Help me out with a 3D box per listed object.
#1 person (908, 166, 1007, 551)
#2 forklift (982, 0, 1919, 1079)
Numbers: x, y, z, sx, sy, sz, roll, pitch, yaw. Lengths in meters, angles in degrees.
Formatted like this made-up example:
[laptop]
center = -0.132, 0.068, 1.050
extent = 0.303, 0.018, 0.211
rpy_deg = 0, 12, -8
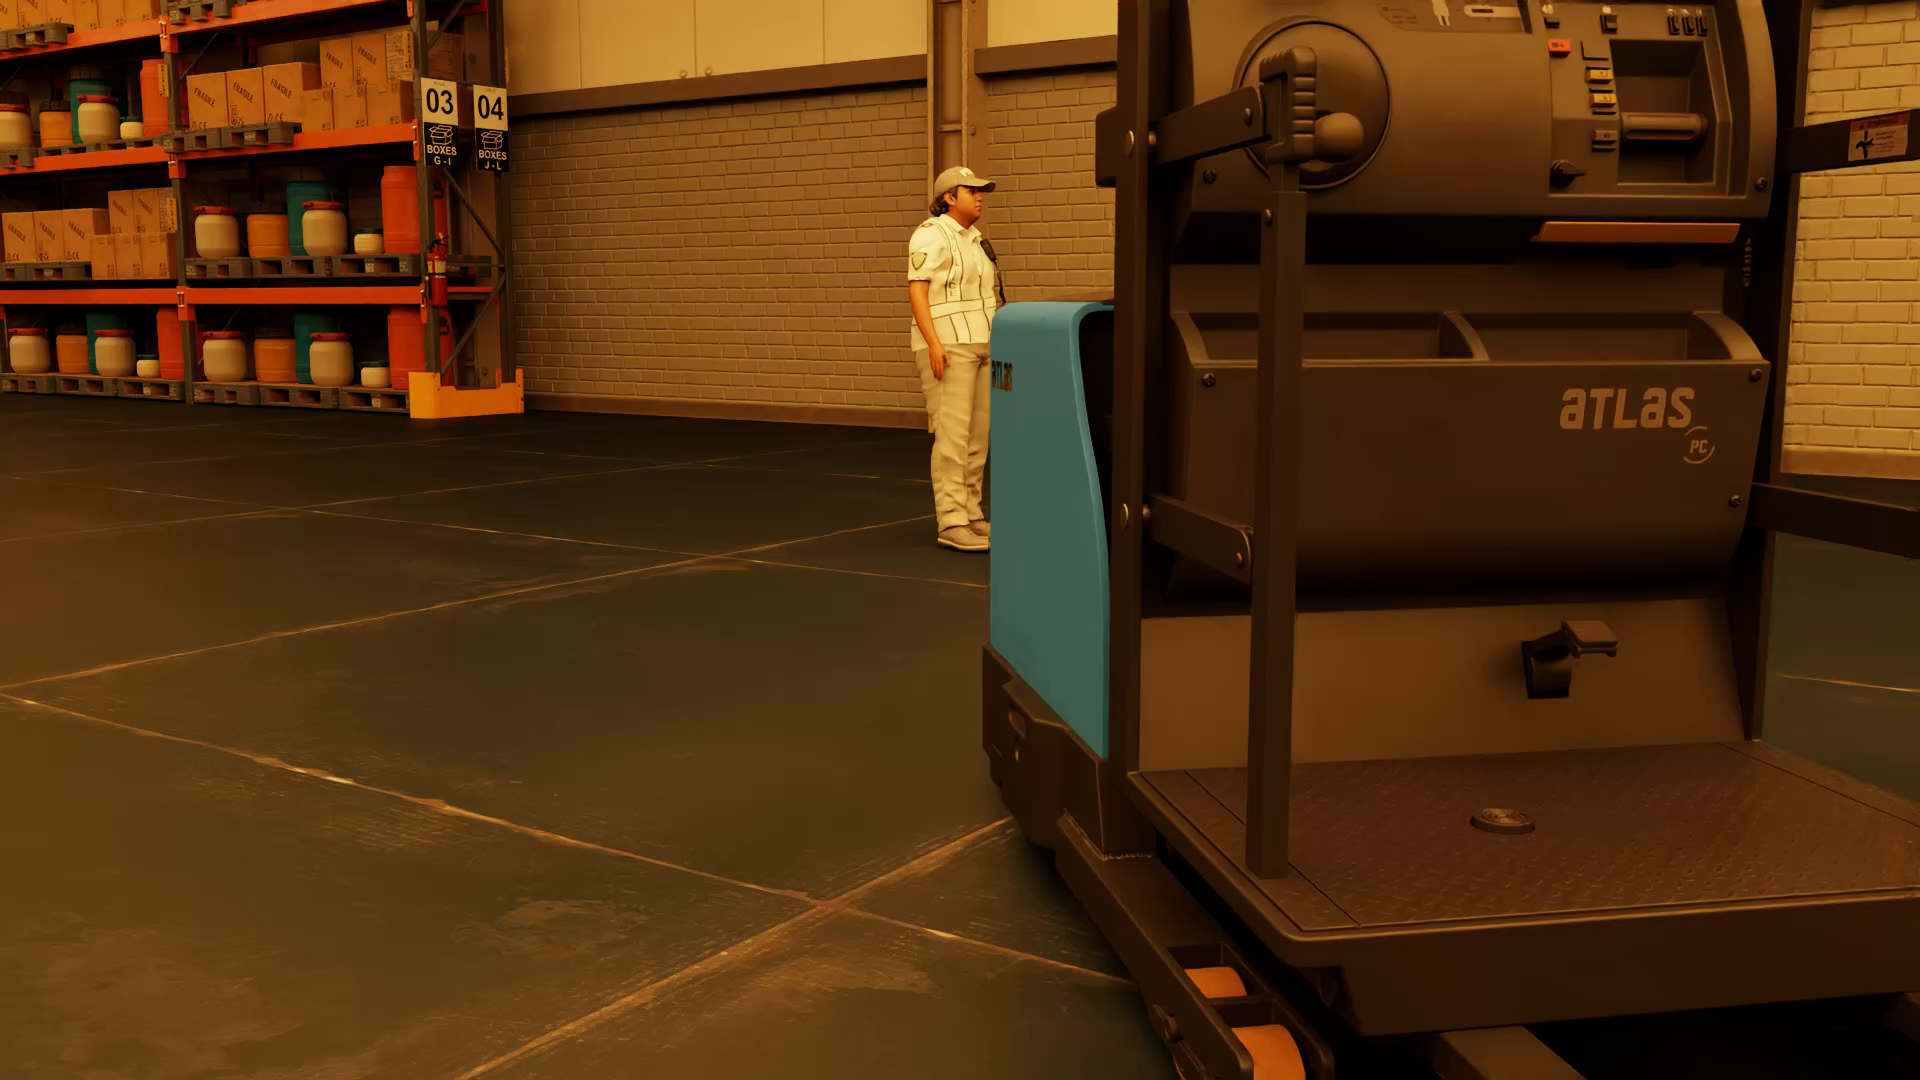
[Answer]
[person]
center = 0.051, -0.823, 7.424
extent = 0.529, 1.670, 0.598
rpy_deg = 5, 10, 34
[forklift]
center = 0.823, -0.724, 2.285
extent = 1.130, 2.935, 3.031
rpy_deg = -1, 8, -10
